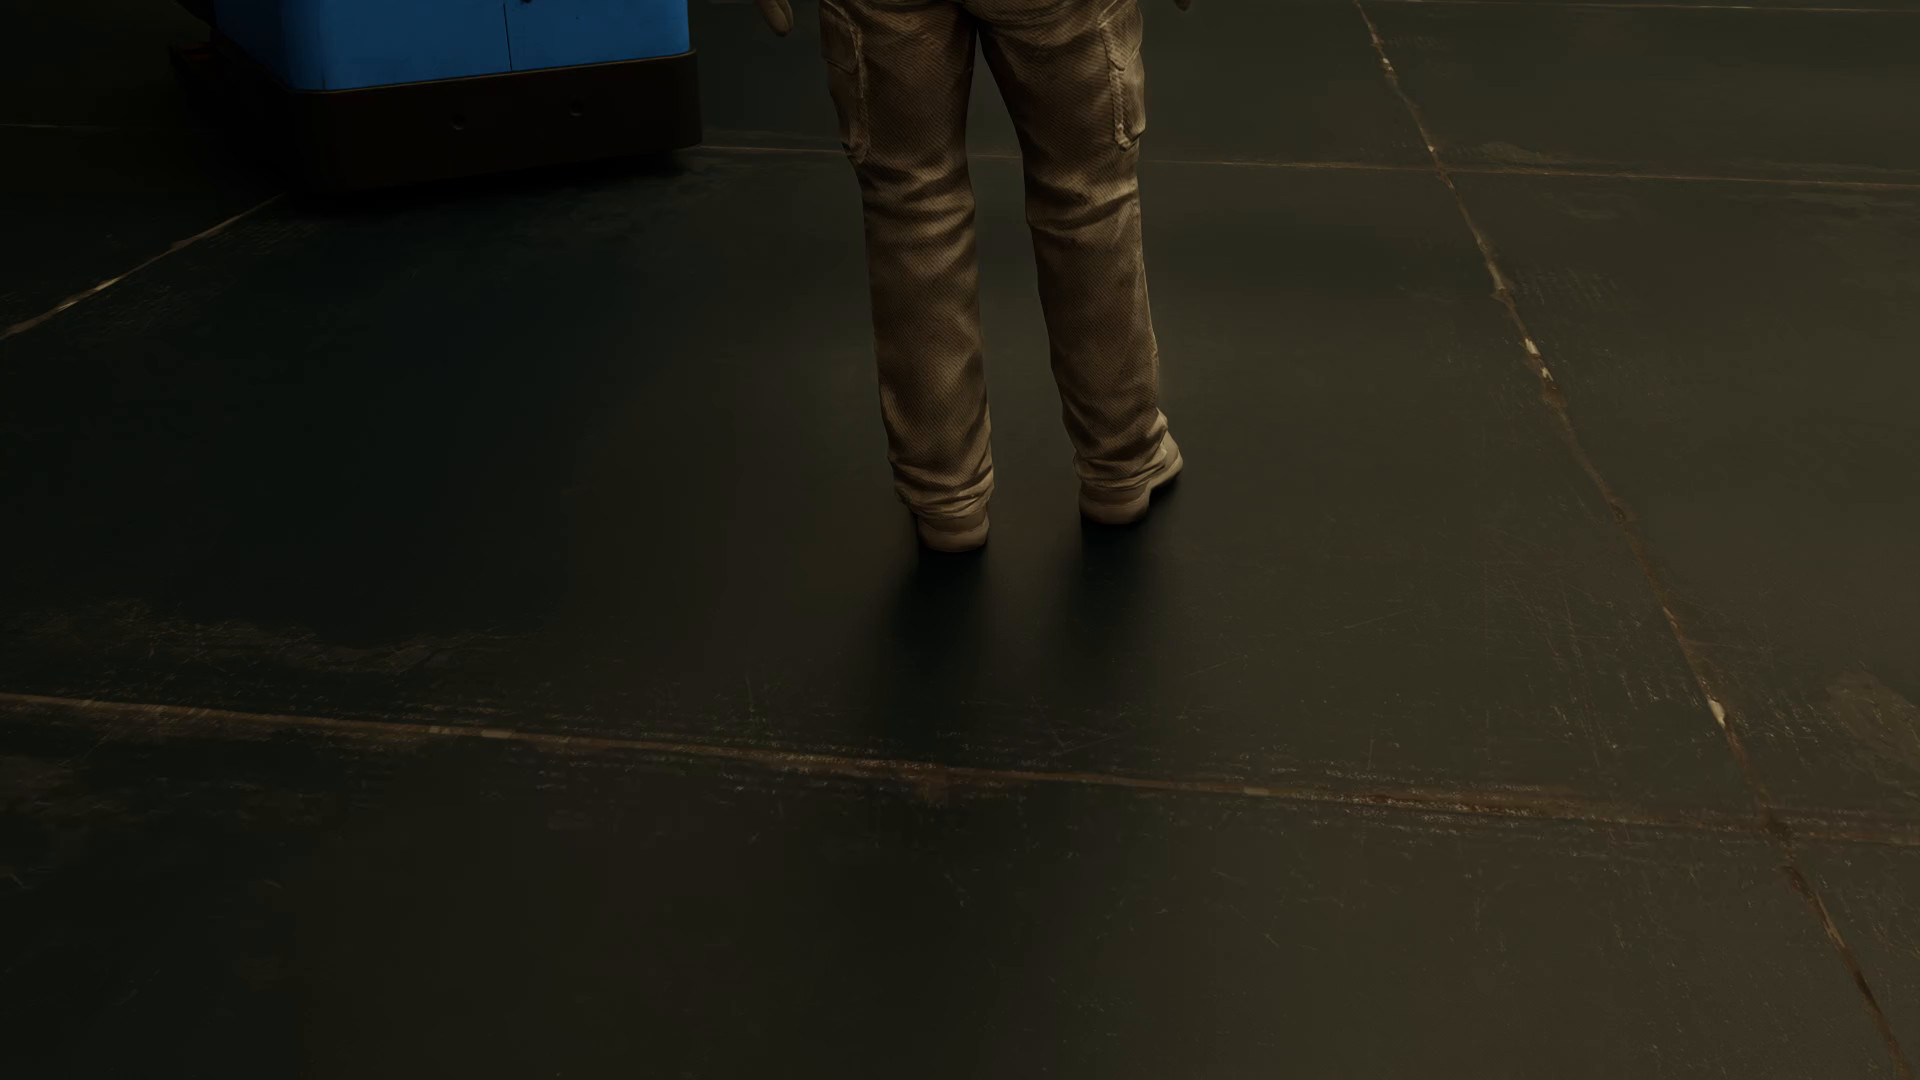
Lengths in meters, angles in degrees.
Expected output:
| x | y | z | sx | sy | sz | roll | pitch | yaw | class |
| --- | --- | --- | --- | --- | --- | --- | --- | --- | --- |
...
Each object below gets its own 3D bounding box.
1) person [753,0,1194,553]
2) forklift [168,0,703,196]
| x | y | z | sx | sy | sz | roll | pitch | yaw | class |
| --- | --- | --- | --- | --- | --- | --- | --- | --- | --- |
| 0.018 | -0.836 | 2.162 | 0.657 | 1.785 | 0.575 | 3 | 27 | 7 | person |
| -1.894 | -2.767 | 4.764 | 1.130 | 2.935 | 3.031 | -15 | 30 | -28 | forklift |
